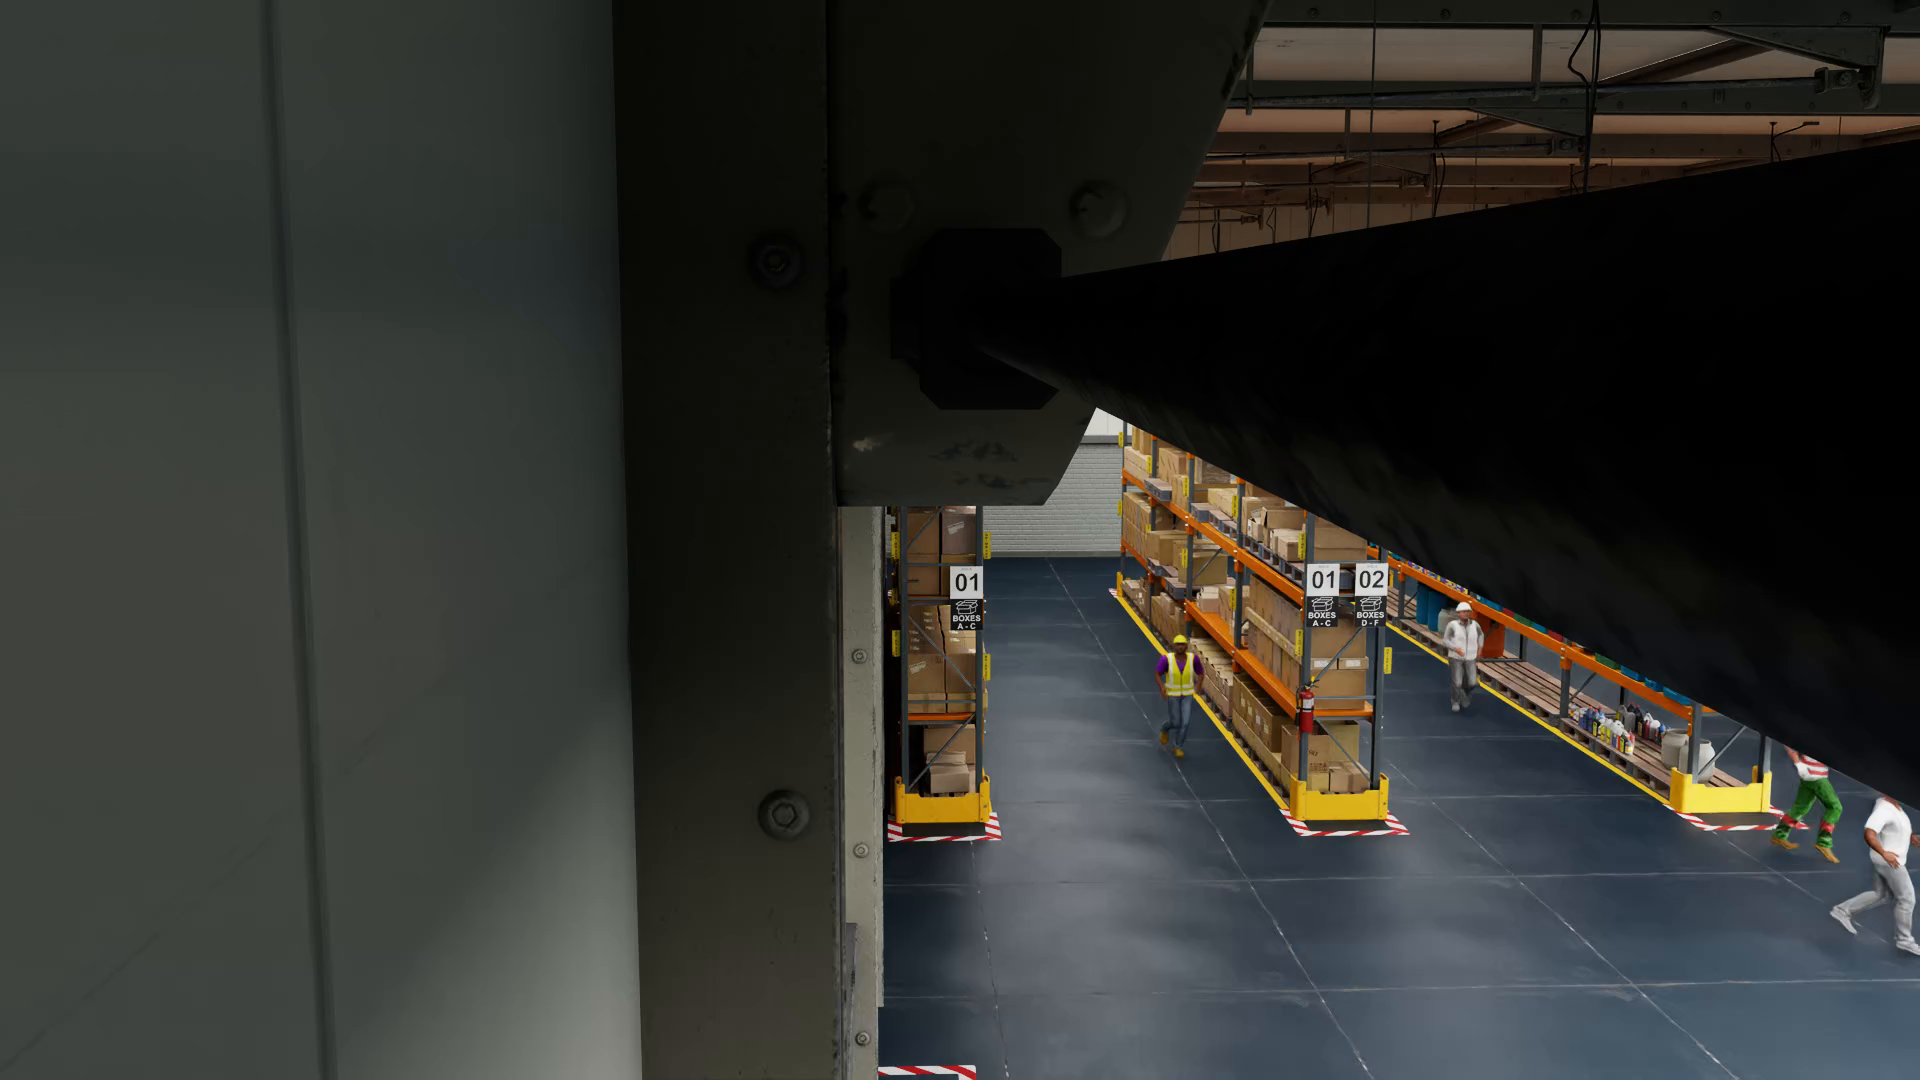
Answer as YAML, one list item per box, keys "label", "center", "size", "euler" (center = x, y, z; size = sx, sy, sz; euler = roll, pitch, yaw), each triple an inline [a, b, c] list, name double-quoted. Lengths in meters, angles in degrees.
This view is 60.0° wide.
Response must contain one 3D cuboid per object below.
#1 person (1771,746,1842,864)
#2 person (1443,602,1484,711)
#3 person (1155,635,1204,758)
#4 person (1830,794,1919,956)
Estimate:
- label: "person"
  center: [9.829, 2.757, 19.215]
  size: [0.716, 1.817, 0.662]
  euler: [4, 9, 28]
- label: "person"
  center: [7.874, 1.831, 25.929]
  size: [0.689, 1.731, 0.586]
  euler: [0, 8, -1]
- label: "person"
  center: [3.118, 2.185, 23.544]
  size: [0.691, 1.734, 0.632]
  euler: [-1, 8, -4]
- label: "person"
  center: [9.119, 3.162, 16.378]
  size: [0.896, 1.766, 0.704]
  euler: [4, 9, 24]
